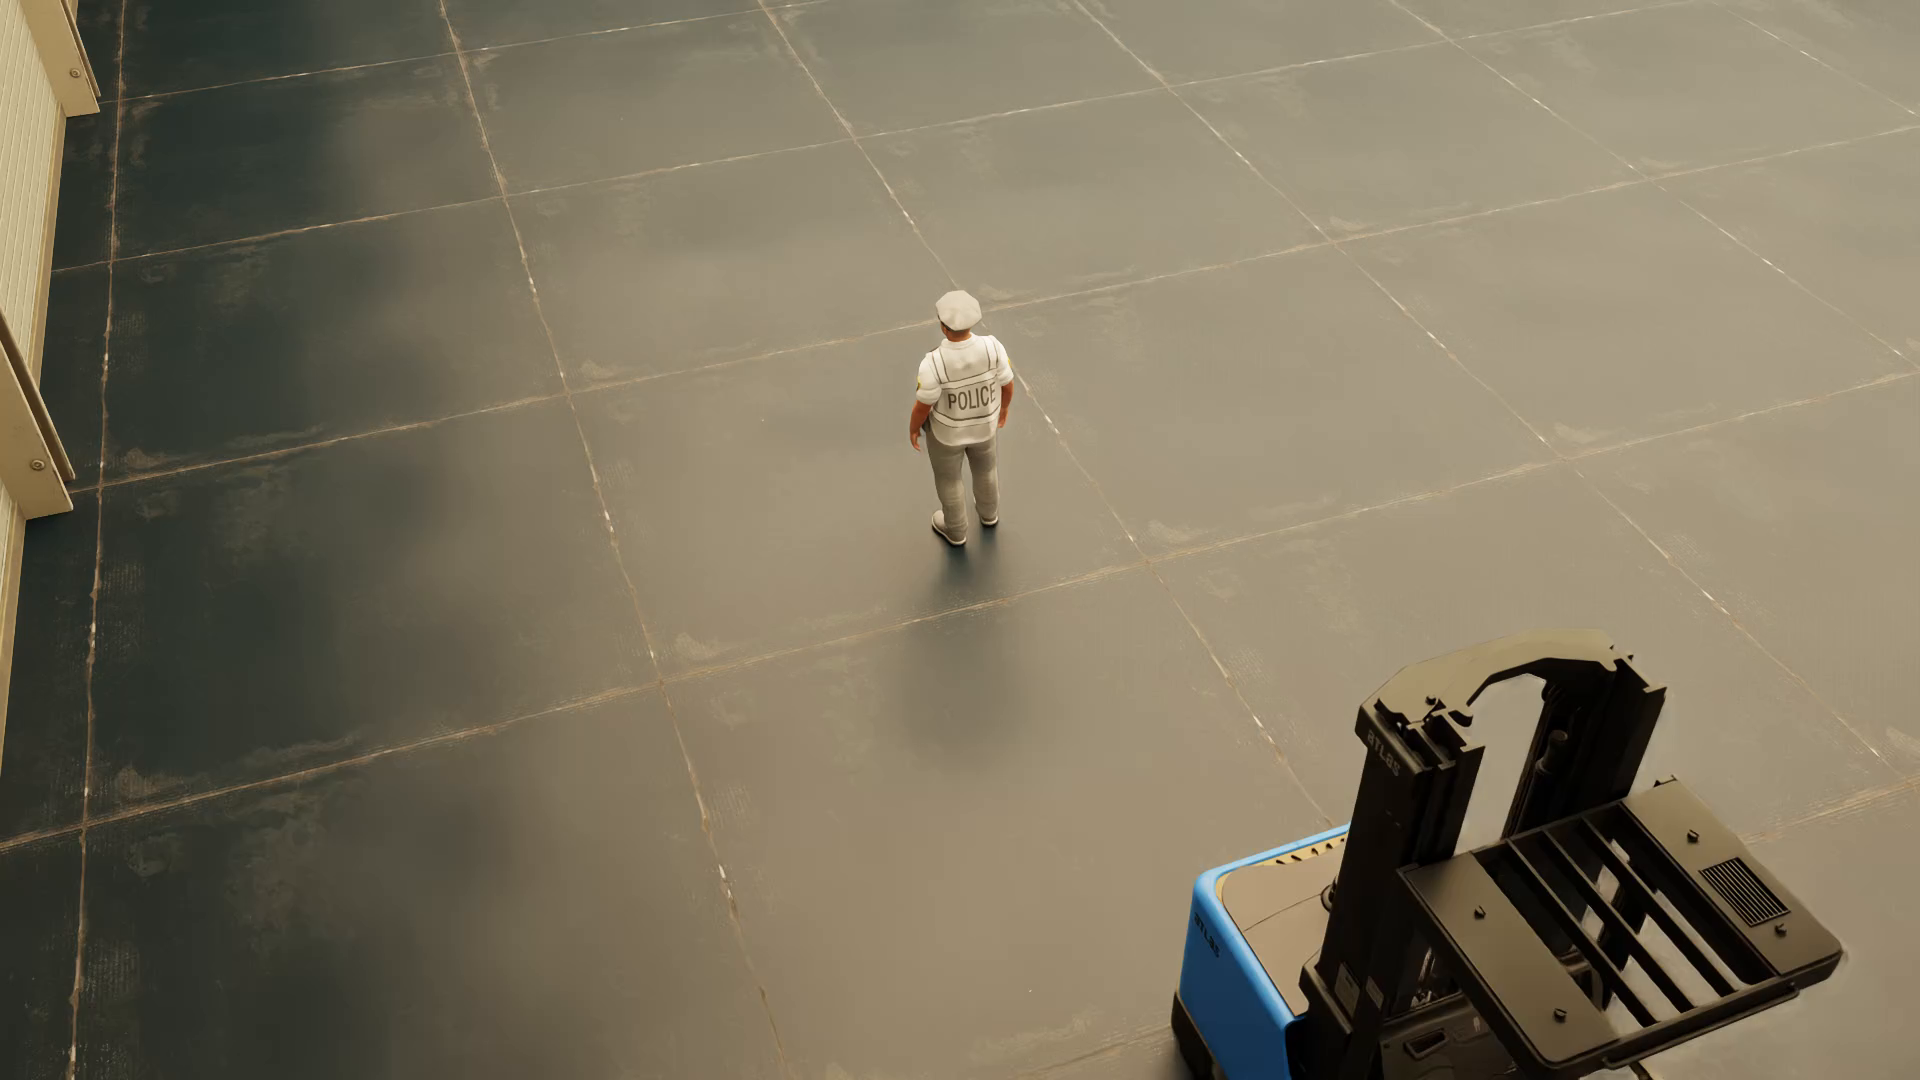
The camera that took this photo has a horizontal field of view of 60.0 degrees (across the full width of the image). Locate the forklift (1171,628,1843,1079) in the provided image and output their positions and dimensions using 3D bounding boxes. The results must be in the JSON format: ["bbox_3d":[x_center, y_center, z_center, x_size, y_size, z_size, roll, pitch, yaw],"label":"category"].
[{"bbox_3d":[1.974,1.866,5.774,1.130,2.935,3.031,-14,42,-16],"label":"forklift"}]

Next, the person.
[{"bbox_3d":[-0.015,-0.737,9.757,0.640,1.781,0.575,-13,42,-15],"label":"person"}]
